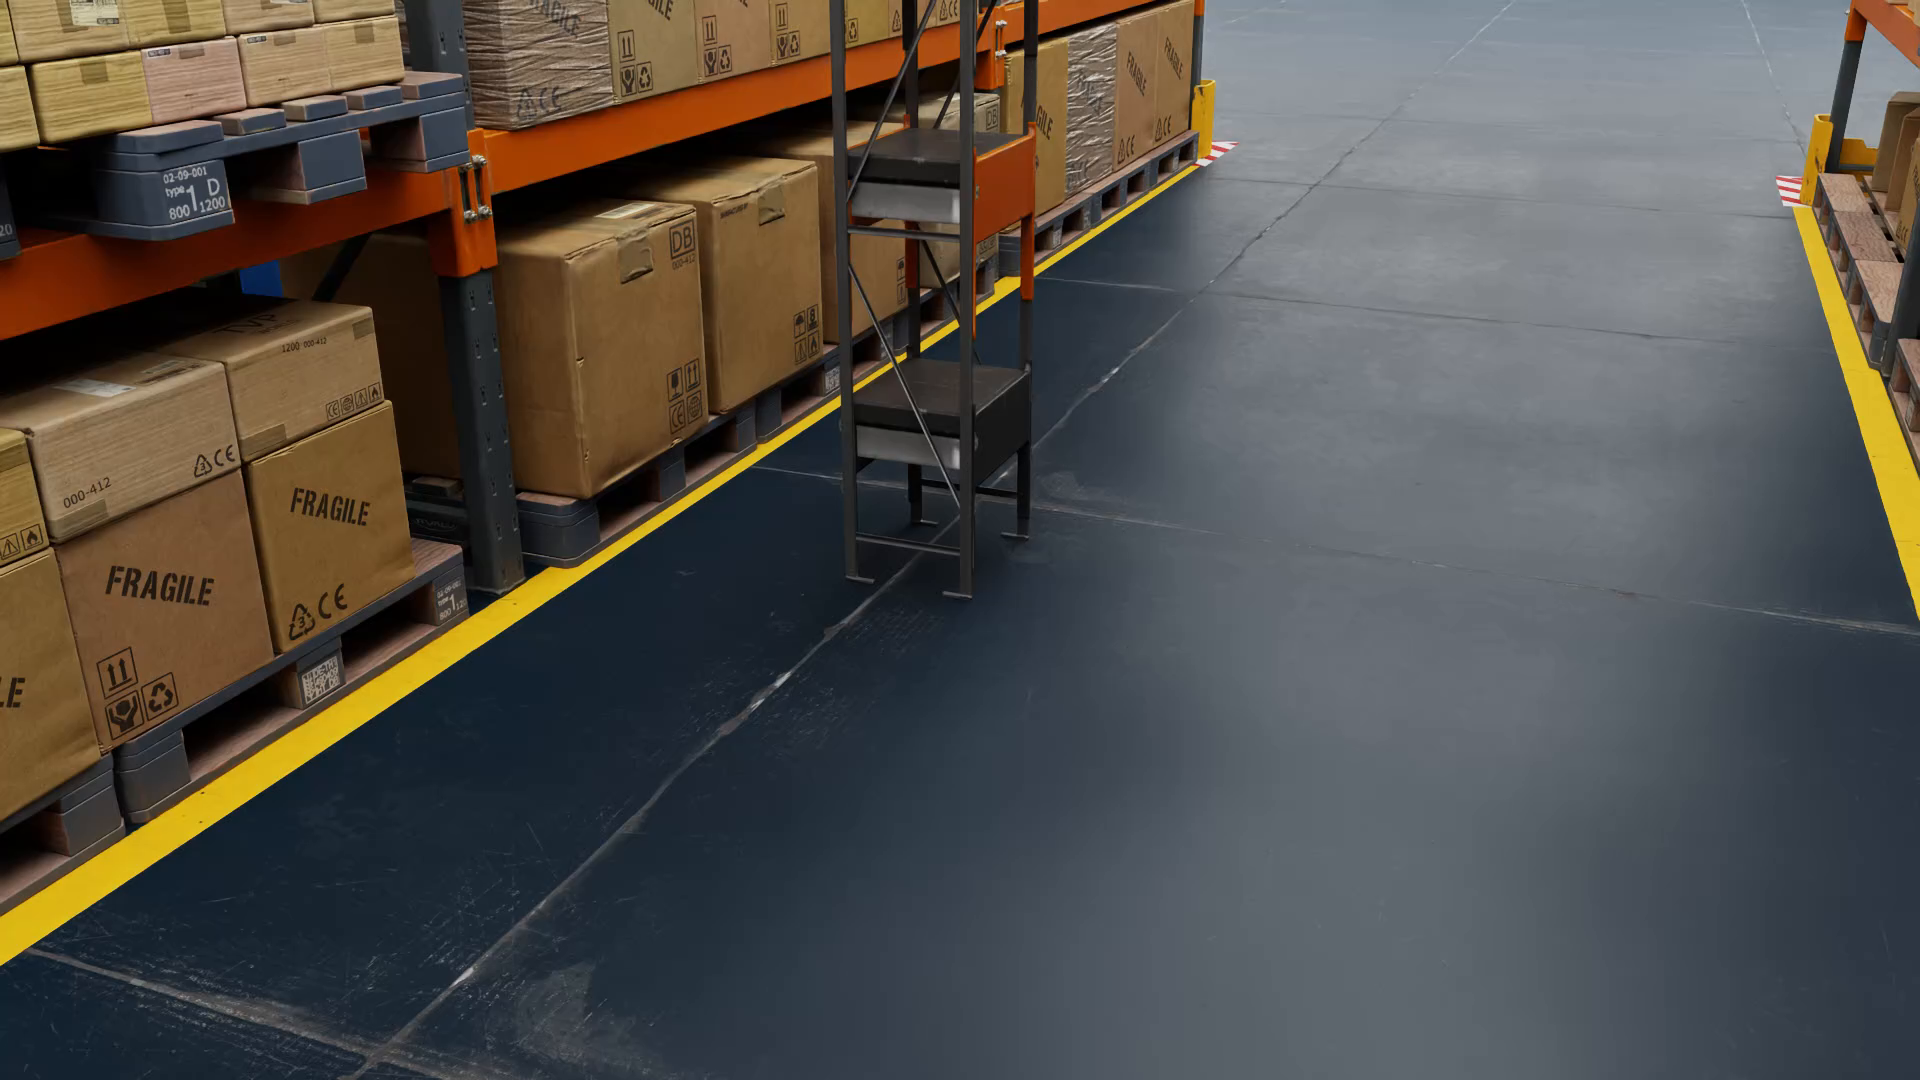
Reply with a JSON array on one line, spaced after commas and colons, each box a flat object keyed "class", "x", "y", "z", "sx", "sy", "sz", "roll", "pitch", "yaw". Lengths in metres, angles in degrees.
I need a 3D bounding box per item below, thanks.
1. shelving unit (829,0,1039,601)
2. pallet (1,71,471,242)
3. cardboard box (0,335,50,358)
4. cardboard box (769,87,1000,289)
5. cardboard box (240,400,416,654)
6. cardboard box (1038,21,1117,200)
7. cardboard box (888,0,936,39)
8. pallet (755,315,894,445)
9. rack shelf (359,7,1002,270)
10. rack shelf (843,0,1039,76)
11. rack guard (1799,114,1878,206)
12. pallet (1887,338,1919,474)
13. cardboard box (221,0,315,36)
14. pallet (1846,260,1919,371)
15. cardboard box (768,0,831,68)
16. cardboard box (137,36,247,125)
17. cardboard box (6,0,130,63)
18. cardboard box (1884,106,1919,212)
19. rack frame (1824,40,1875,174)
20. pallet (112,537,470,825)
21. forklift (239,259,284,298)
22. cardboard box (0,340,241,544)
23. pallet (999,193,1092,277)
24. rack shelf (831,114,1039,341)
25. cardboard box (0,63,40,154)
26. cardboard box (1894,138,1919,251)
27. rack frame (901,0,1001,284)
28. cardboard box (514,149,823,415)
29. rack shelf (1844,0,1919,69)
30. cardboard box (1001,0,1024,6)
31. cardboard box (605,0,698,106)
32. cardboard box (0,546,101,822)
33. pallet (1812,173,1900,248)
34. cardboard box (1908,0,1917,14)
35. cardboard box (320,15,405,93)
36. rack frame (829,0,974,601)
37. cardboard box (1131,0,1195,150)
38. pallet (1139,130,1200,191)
[{"class": "shelving unit", "x": -0.061, "y": -0.910, "z": 4.703, "sx": 0.431, "sy": 2.100, "sz": 0.503, "roll": 9, "pitch": 24, "yaw": 20}, {"class": "pallet", "x": -1.943, "y": -0.949, "z": 3.879, "sx": 1.213, "sy": 0.211, "sz": 1.003, "roll": 9, "pitch": 24, "yaw": 20}, {"class": "cardboard box", "x": -2.447, "y": -0.301, "z": 3.803, "sx": 0.500, "sy": 0.250, "sz": 0.500, "roll": 8, "pitch": 24, "yaw": 19}, {"class": "cardboard box", "x": -0.439, "y": -1.660, "z": 7.706, "sx": 1.050, "sy": 0.750, "sz": 0.750, "roll": 9, "pitch": 24, "yaw": 20}, {"class": "cardboard box", "x": -1.779, "y": -0.075, "z": 4.237, "sx": 0.500, "sy": 0.500, "sz": 0.500, "roll": 9, "pitch": 24, "yaw": 20}, {"class": "cardboard box", "x": 0.338, "y": -2.491, "z": 9.533, "sx": 0.875, "sy": 0.875, "sz": 0.875, "roll": 9, "pitch": 24, "yaw": 20}, {"class": "cardboard box", "x": -0.425, "y": -2.380, "z": 6.925, "sx": 0.500, "sy": 0.500, "sz": 0.500, "roll": 9, "pitch": 24, "yaw": 19}, {"class": "pallet", "x": -0.960, "y": -0.728, "z": 6.718, "sx": 1.003, "sy": 0.211, "sz": 1.213, "roll": 9, "pitch": 24, "yaw": 20}, {"class": "rack shelf", "x": -1.035, "y": -1.692, "z": 6.341, "sx": 1.077, "sy": 0.370, "sz": 4.000, "roll": 9, "pitch": 24, "yaw": 20}, {"class": "rack shelf", "x": -0.062, "y": -1.543, "z": 4.439, "sx": 0.431, "sy": 0.518, "sz": 0.480, "roll": 9, "pitch": 24, "yaw": 20}, {"class": "rack guard", "x": 5.733, "y": -2.244, "z": 9.973, "sx": 1.175, "sy": 0.500, "sz": 0.348, "roll": 9, "pitch": 24, "yaw": 20}, {"class": "pallet", "x": 3.988, "y": -0.427, "z": 5.999, "sx": 1.003, "sy": 0.211, "sz": 1.213, "roll": 9, "pitch": 24, "yaw": 20}, {"class": "cardboard box", "x": -1.636, "y": -1.185, "z": 3.591, "sx": 0.380, "sy": 0.149, "sz": 0.250, "roll": 10, "pitch": 25, "yaw": 22}, {"class": "pallet", "x": 4.492, "y": -0.952, "z": 7.254, "sx": 1.003, "sy": 0.211, "sz": 1.213, "roll": 9, "pitch": 24, "yaw": 20}, {"class": "cardboard box", "x": -0.799, "y": -2.017, "z": 6.057, "sx": 0.500, "sy": 0.500, "sz": 0.500, "roll": 9, "pitch": 24, "yaw": 19}, {"class": "cardboard box", "x": -1.723, "y": -0.963, "z": 3.444, "sx": 0.380, "sy": 0.149, "sz": 0.250, "roll": 9, "pitch": 24, "yaw": 21}, {"class": "cardboard box", "x": -1.825, "y": -1.001, "z": 3.150, "sx": 0.380, "sy": 0.149, "sz": 0.250, "roll": 9, "pitch": 24, "yaw": 20}, {"class": "cardboard box", "x": 5.324, "y": -2.025, "z": 8.904, "sx": 0.500, "sy": 0.500, "sz": 0.500, "roll": 16, "pitch": 28, "yaw": 34}, {"class": "rack frame", "x": 5.762, "y": -3.424, "z": 9.556, "sx": 1.000, "sy": 3.000, "sz": 0.127, "roll": 9, "pitch": 24, "yaw": 20}, {"class": "pallet", "x": -2.069, "y": 0.258, "z": 4.358, "sx": 1.003, "sy": 0.211, "sz": 1.213, "roll": 9, "pitch": 24, "yaw": 20}, {"class": "forklift", "x": -3.348, "y": -2.485, "z": 7.396, "sx": 1.130, "sy": 2.935, "sz": 3.031, "roll": -16, "pitch": 27, "yaw": -33}, {"class": "cardboard box", "x": -1.966, "y": -0.230, "z": 3.633, "sx": 0.500, "sy": 0.250, "sz": 0.500, "roll": 9, "pitch": 24, "yaw": 21}, {"class": "pallet", "x": 0.063, "y": -1.713, "z": 9.078, "sx": 1.003, "sy": 0.211, "sz": 1.213, "roll": 9, "pitch": 24, "yaw": 20}, {"class": "rack shelf", "x": -0.061, "y": -0.897, "z": 4.709, "sx": 0.431, "sy": 0.518, "sz": 0.480, "roll": 9, "pitch": 24, "yaw": 20}, {"class": "cardboard box", "x": -1.917, "y": -0.777, "z": 3.000, "sx": 0.380, "sy": 0.149, "sz": 0.250, "roll": 8, "pitch": 24, "yaw": 18}, {"class": "cardboard box", "x": 4.825, "y": -1.610, "z": 7.911, "sx": 0.500, "sy": 0.500, "sz": 0.500, "roll": 7, "pitch": 24, "yaw": 15}, {"class": "rack frame", "x": -0.292, "y": -2.739, "z": 7.916, "sx": 1.000, "sy": 3.000, "sz": 0.127, "roll": 9, "pitch": 24, "yaw": 20}, {"class": "cardboard box", "x": -1.146, "y": -0.982, "z": 6.083, "sx": 1.050, "sy": 0.750, "sz": 0.750, "roll": 9, "pitch": 24, "yaw": 21}, {"class": "rack shelf", "x": 5.019, "y": -2.377, "z": 7.982, "sx": 1.077, "sy": 0.370, "sz": 4.000, "roll": 9, "pitch": 24, "yaw": 20}, {"class": "cardboard box", "x": -0.166, "y": -2.942, "z": 8.207, "sx": 0.875, "sy": 0.550, "sz": 0.550, "roll": 9, "pitch": 24, "yaw": 20}, {"class": "cardboard box", "x": -1.174, "y": -1.658, "z": 5.199, "sx": 0.500, "sy": 0.500, "sz": 0.500, "roll": 9, "pitch": 24, "yaw": 20}, {"class": "cardboard box", "x": -2.157, "y": 0.302, "z": 3.334, "sx": 0.500, "sy": 0.500, "sz": 0.500, "roll": 8, "pitch": 24, "yaw": 18}, {"class": "pallet", "x": 5.399, "y": -1.825, "z": 9.345, "sx": 1.003, "sy": 0.211, "sz": 1.213, "roll": 9, "pitch": 24, "yaw": 20}, {"class": "cardboard box", "x": 4.654, "y": -2.531, "z": 7.743, "sx": 0.380, "sy": 0.149, "sz": 0.250, "roll": 9, "pitch": 24, "yaw": 20}, {"class": "cardboard box", "x": -1.534, "y": -1.143, "z": 3.876, "sx": 0.380, "sy": 0.149, "sz": 0.250, "roll": 9, "pitch": 24, "yaw": 21}, {"class": "rack frame", "x": -0.152, "y": -0.822, "z": 4.494, "sx": 0.400, "sy": 2.100, "sz": 0.015, "roll": 9, "pitch": 24, "yaw": 20}, {"class": "cardboard box", "x": 1.004, "y": -3.132, "z": 11.068, "sx": 0.875, "sy": 0.875, "sz": 0.875, "roll": 9, "pitch": 24, "yaw": 20}, {"class": "pallet", "x": 0.970, "y": -2.587, "z": 11.169, "sx": 1.003, "sy": 0.211, "sz": 1.213, "roll": 9, "pitch": 24, "yaw": 20}]
